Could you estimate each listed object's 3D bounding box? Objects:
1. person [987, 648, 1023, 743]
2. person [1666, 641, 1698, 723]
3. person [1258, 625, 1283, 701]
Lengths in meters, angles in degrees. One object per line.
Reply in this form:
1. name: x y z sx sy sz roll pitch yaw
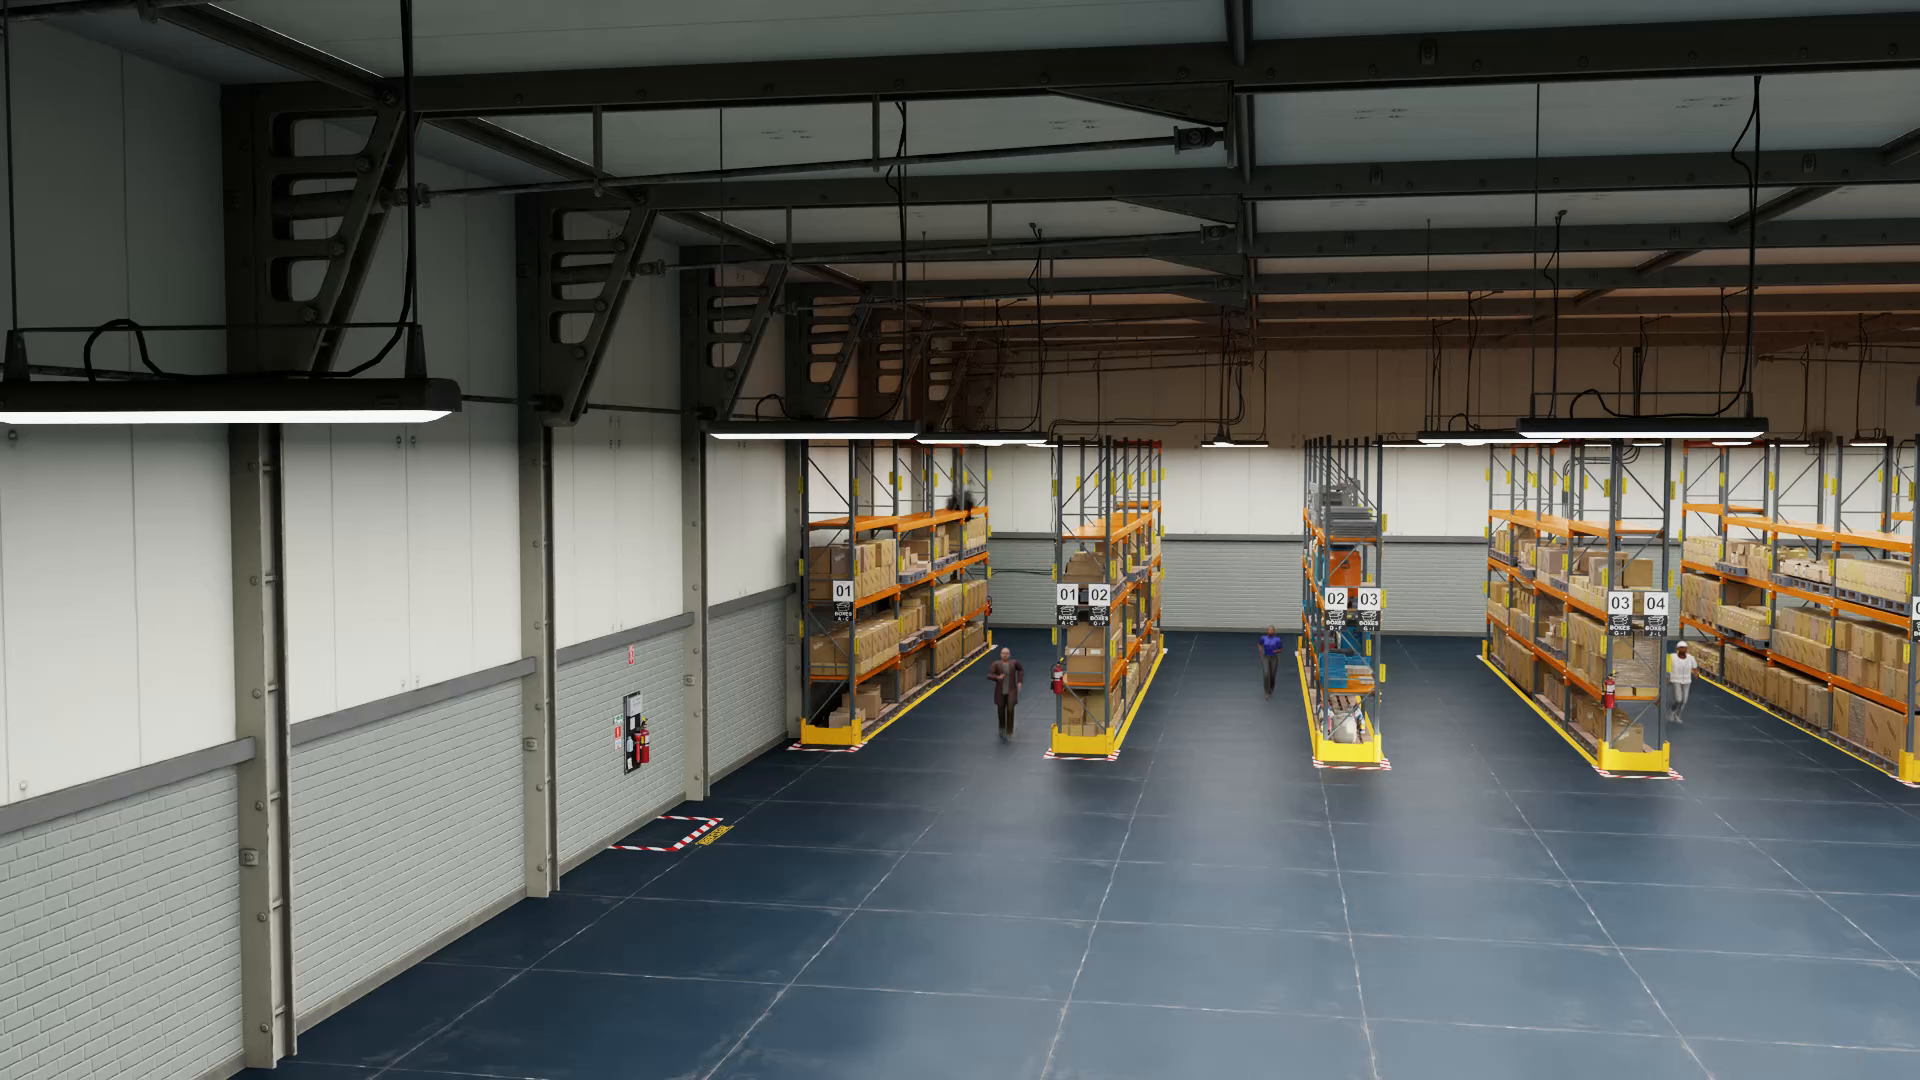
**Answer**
1. person: 0.888 3.043 32.896 0.705 1.846 0.898 0 3 2
2. person: 15.053 2.975 34.669 0.705 1.729 0.582 0 3 1
3. person: 7.174 2.812 38.412 0.575 1.686 0.890 1 3 10
